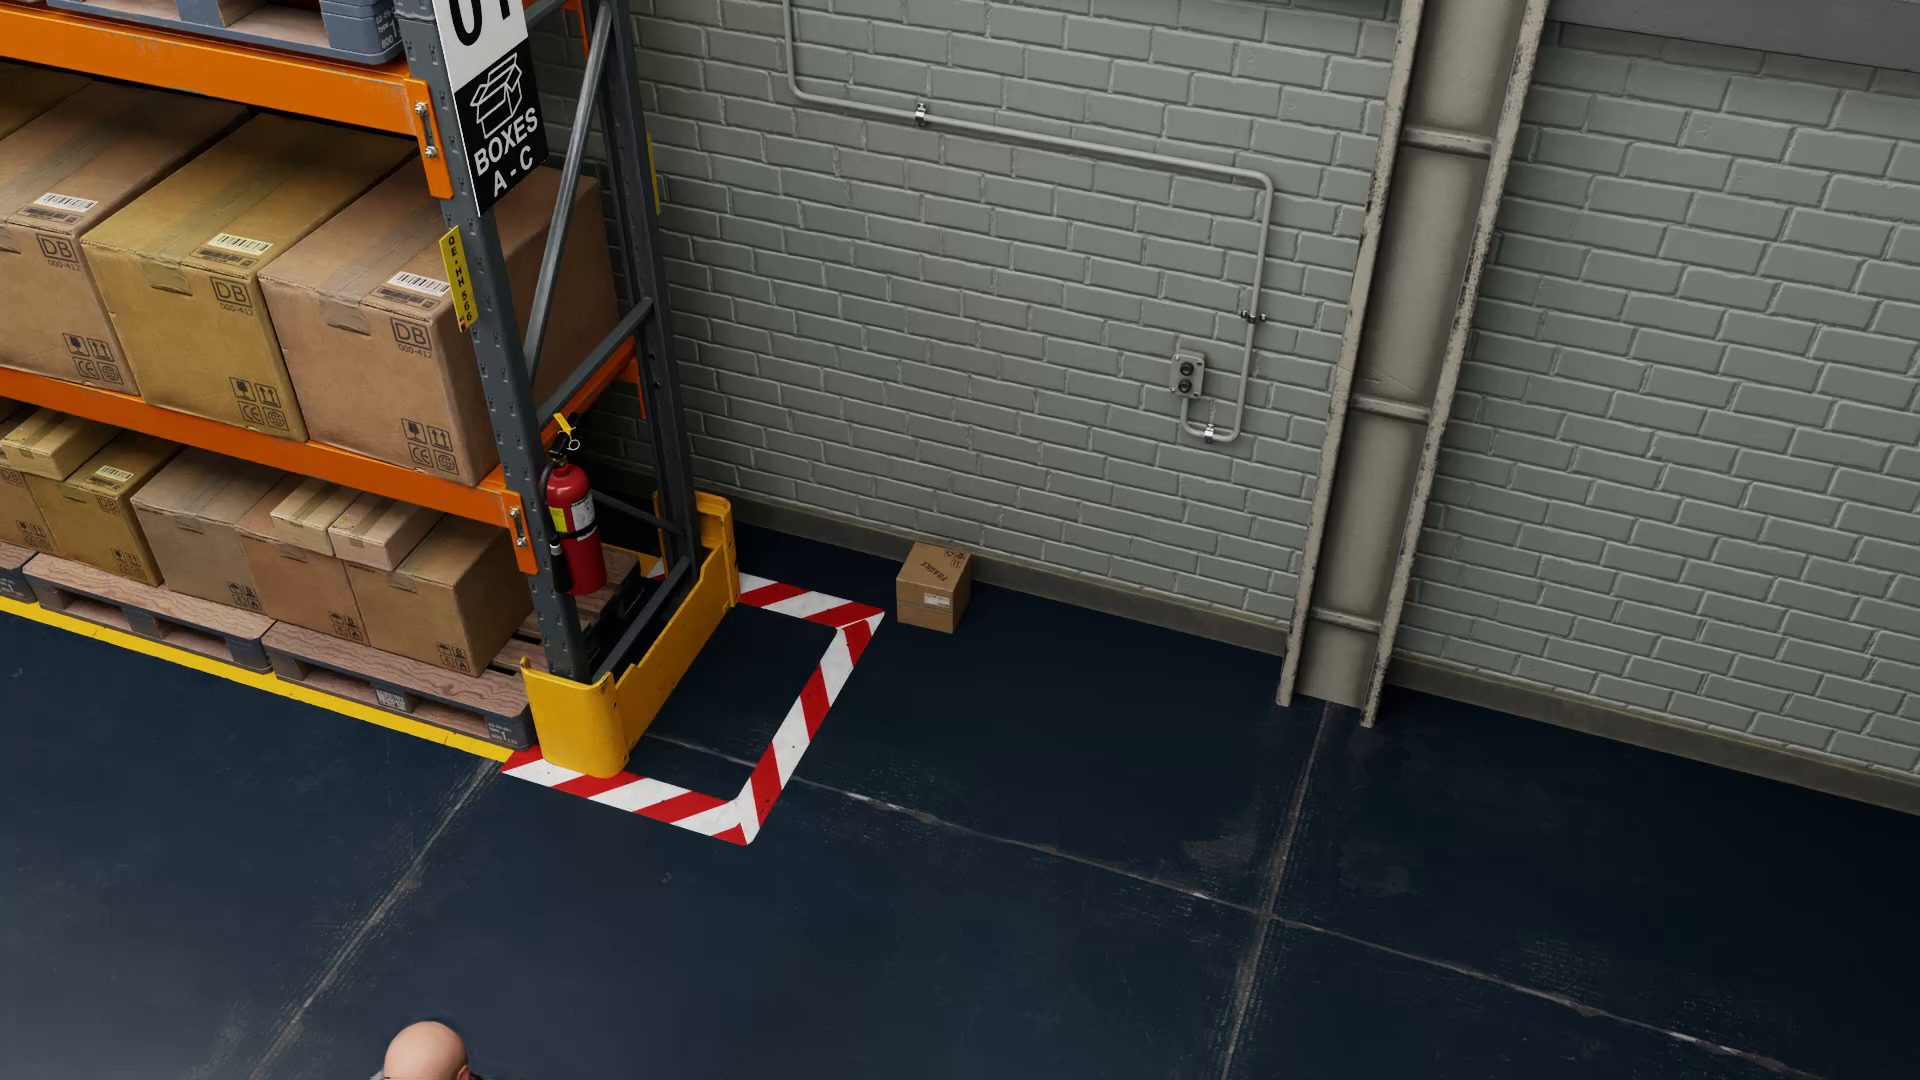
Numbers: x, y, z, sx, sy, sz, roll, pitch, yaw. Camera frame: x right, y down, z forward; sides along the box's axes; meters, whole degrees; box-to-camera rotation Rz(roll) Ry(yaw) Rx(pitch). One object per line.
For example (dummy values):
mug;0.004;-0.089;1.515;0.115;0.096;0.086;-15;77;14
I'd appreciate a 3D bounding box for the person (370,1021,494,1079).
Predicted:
person;-1.200;1.805;4.133;0.541;1.777;0.522;15;43;16
